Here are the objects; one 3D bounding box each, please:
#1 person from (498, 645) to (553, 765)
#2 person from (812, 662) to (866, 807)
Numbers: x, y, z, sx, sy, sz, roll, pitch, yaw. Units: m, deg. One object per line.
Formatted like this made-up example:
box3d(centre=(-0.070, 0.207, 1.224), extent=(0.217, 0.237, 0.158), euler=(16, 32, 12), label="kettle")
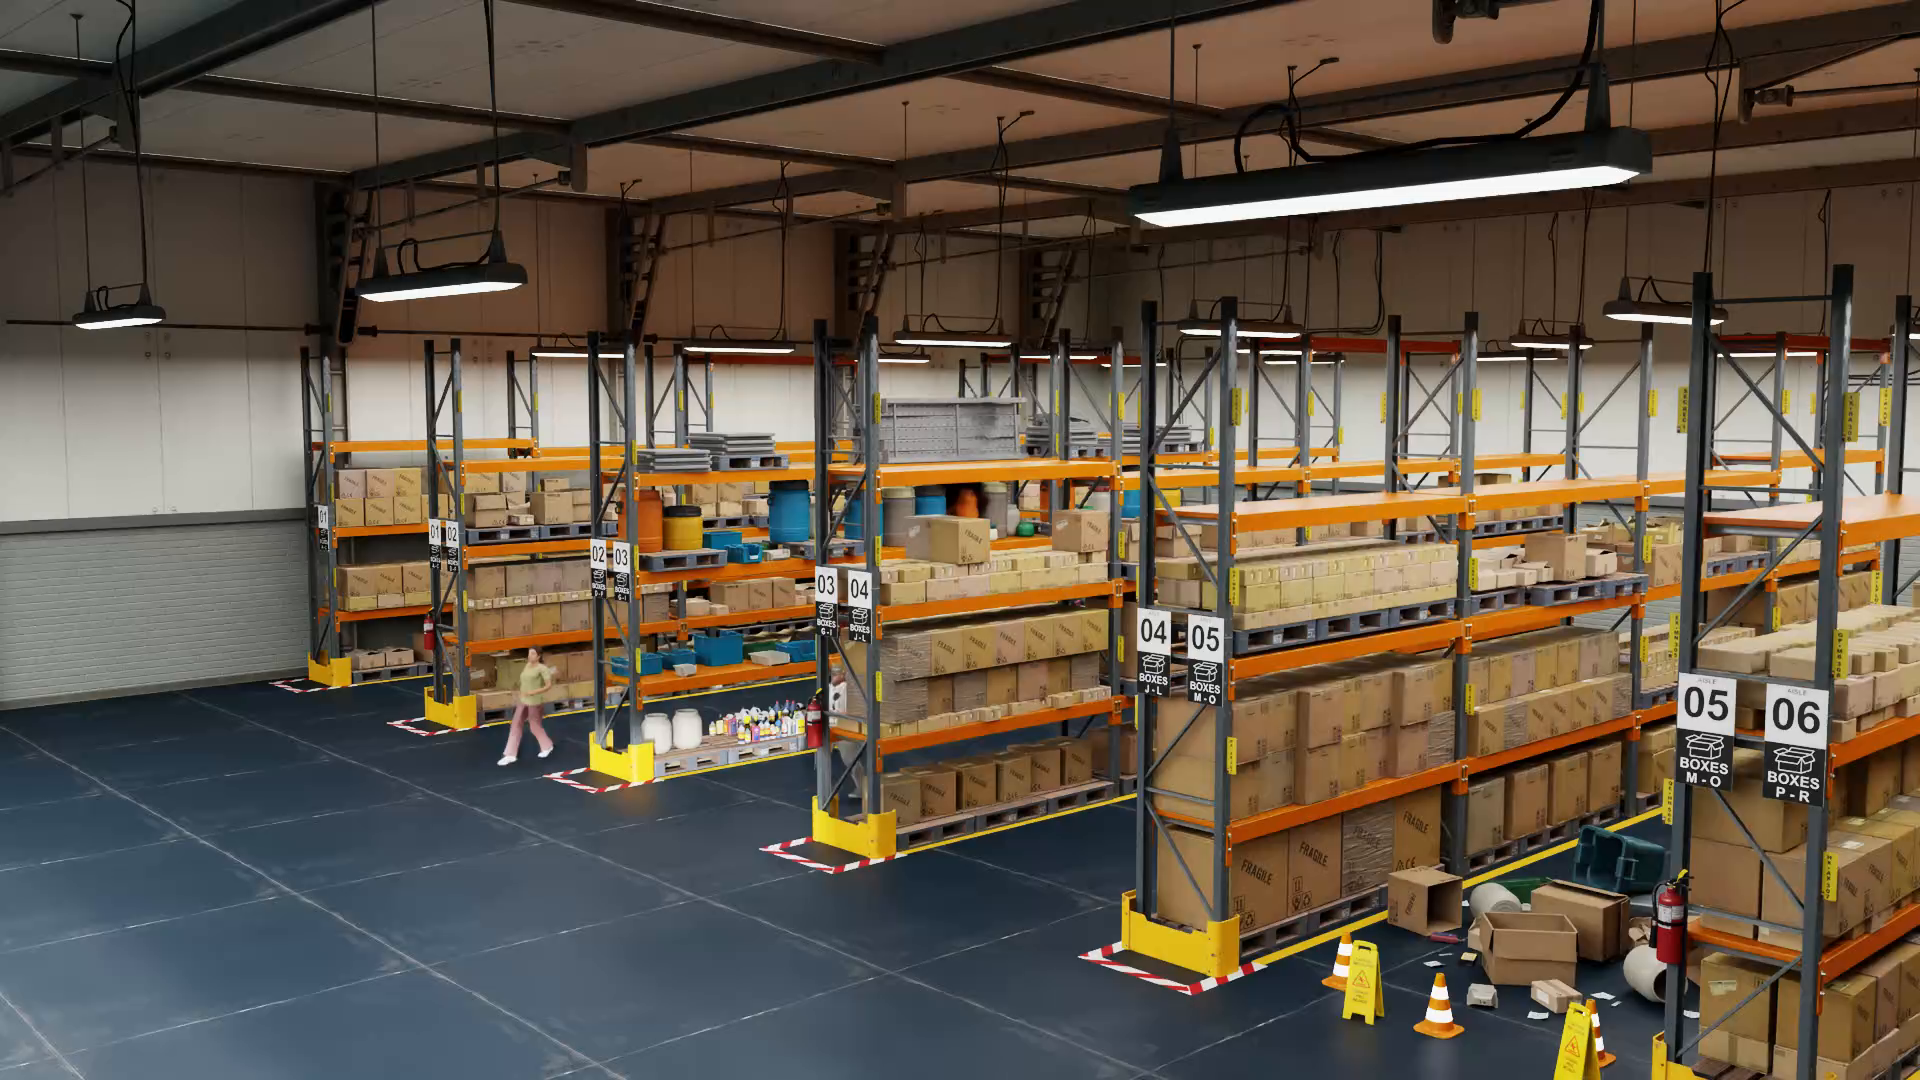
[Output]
box3d(centre=(-5.989, 2.278, 23.181), extent=(0.612, 1.630, 0.932), euler=(3, 6, 31), label="person")
box3d(centre=(-1.528, 2.437, 20.940), extent=(0.644, 1.837, 0.841), euler=(4, 7, 40), label="person")
